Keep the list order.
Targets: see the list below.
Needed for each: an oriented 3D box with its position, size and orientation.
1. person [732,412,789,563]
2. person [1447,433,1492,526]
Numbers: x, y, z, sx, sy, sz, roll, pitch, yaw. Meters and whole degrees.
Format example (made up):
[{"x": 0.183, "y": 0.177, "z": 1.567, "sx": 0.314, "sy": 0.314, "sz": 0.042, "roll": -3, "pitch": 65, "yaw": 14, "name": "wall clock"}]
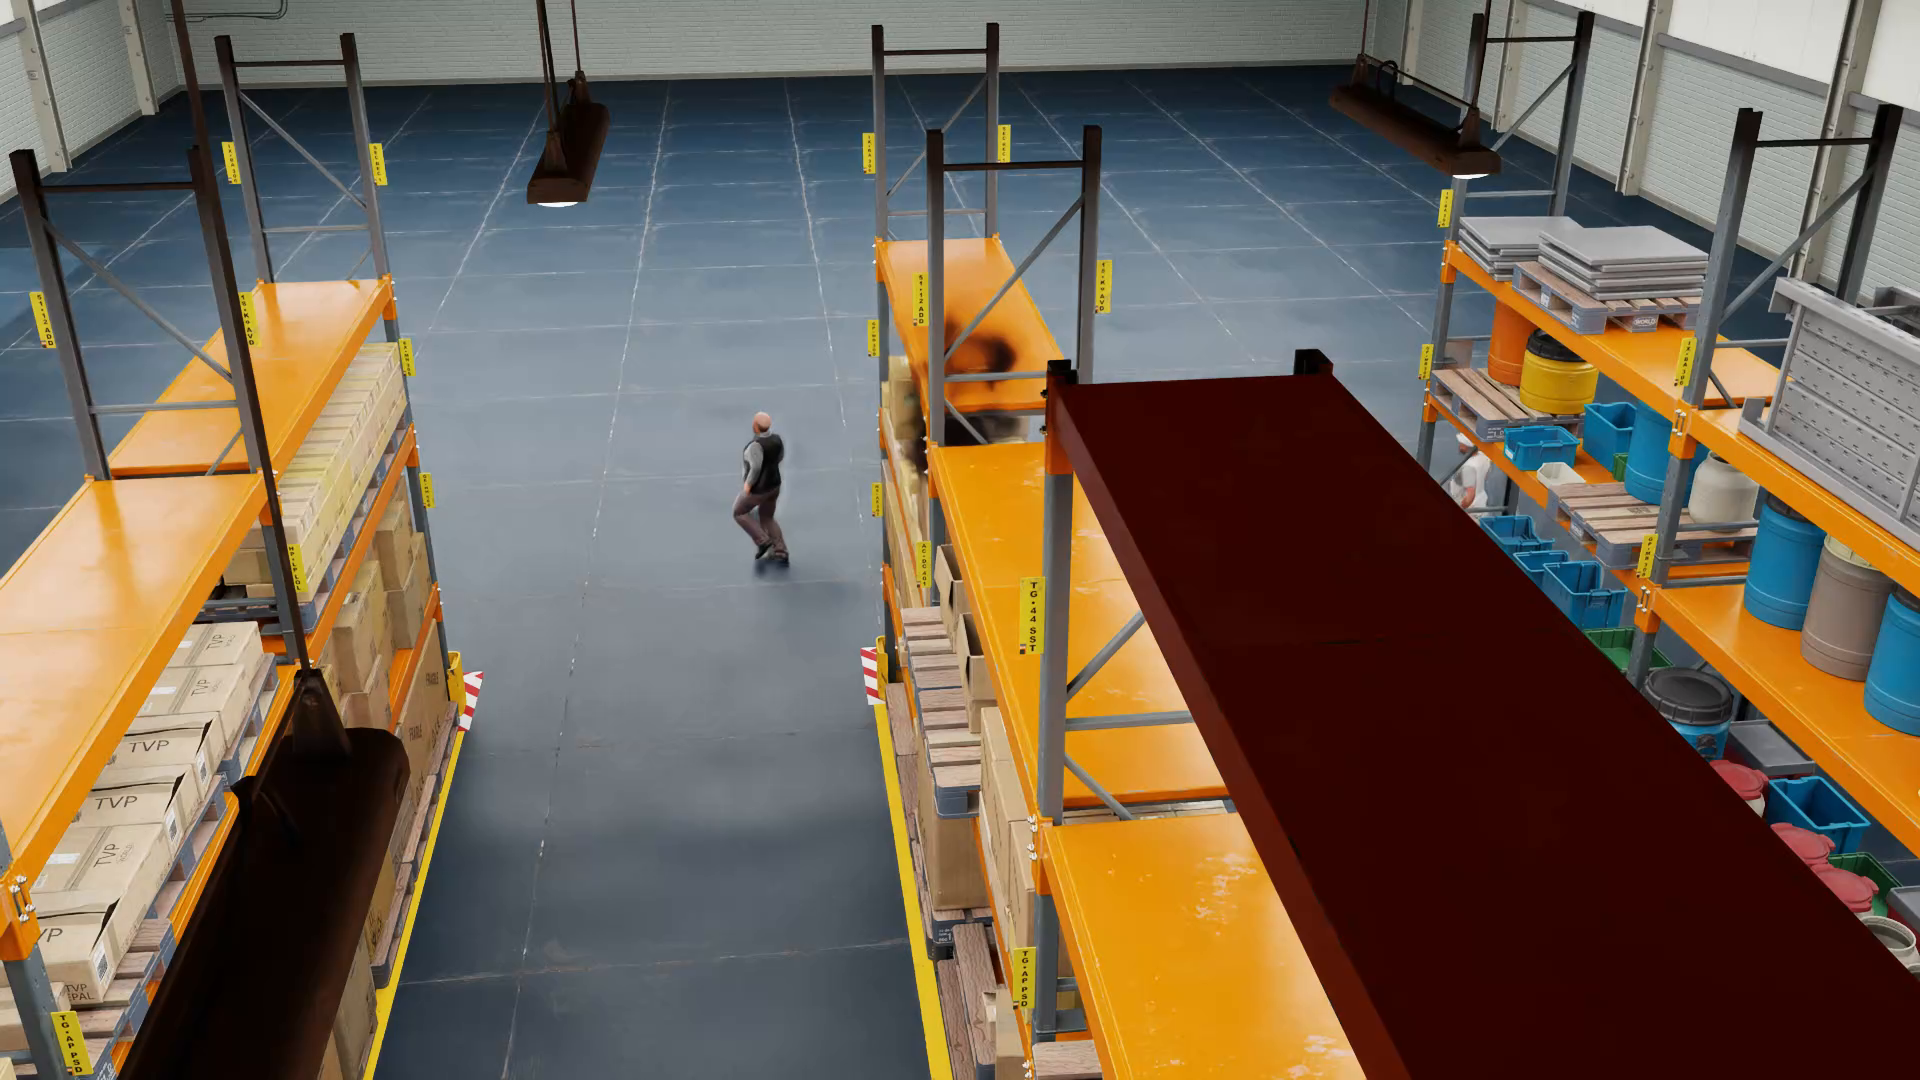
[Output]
[{"x": -2.130, "y": -0.562, "z": 17.709, "sx": 0.618, "sy": 1.683, "sz": 0.662, "roll": 17, "pitch": 30, "yaw": 31, "name": "person"}, {"x": 5.167, "y": -0.301, "z": 17.047, "sx": 0.860, "sy": 1.789, "sz": 0.725, "roll": 22, "pitch": 33, "yaw": 39, "name": "person"}]
